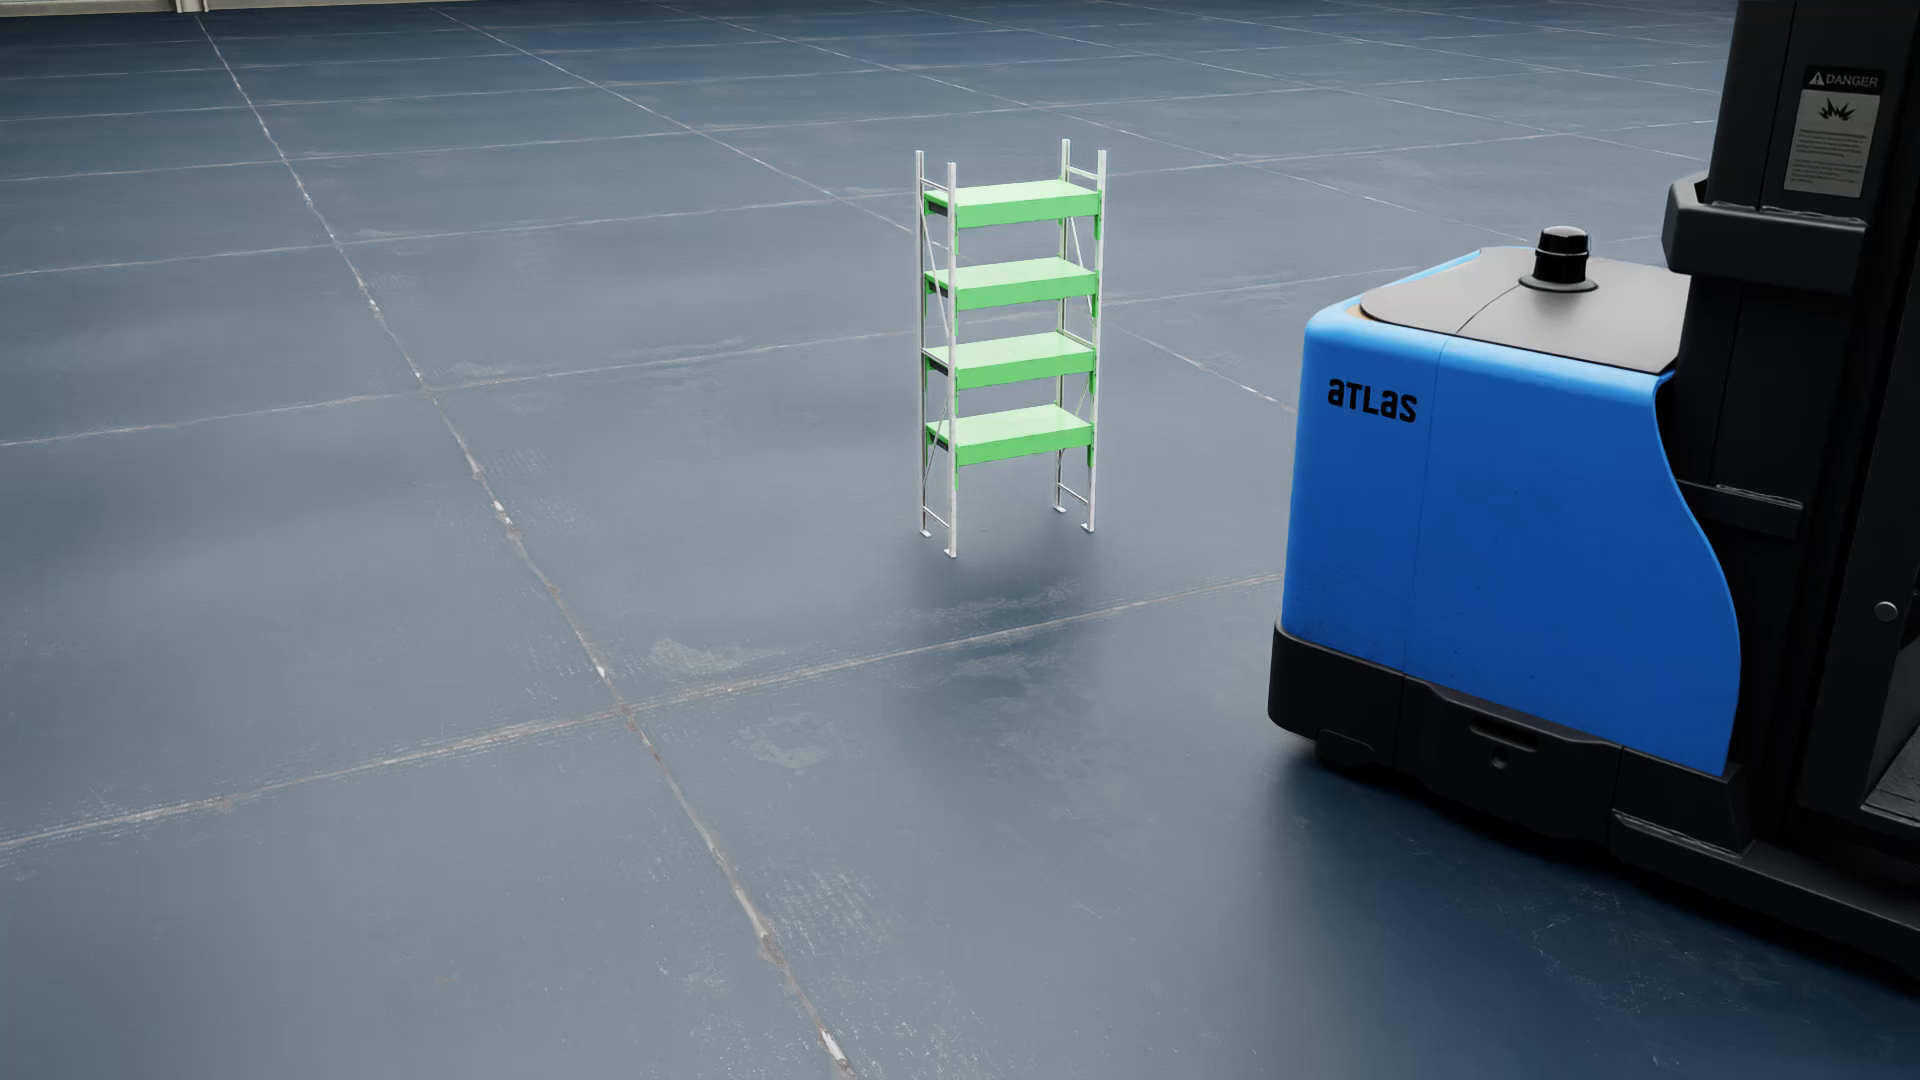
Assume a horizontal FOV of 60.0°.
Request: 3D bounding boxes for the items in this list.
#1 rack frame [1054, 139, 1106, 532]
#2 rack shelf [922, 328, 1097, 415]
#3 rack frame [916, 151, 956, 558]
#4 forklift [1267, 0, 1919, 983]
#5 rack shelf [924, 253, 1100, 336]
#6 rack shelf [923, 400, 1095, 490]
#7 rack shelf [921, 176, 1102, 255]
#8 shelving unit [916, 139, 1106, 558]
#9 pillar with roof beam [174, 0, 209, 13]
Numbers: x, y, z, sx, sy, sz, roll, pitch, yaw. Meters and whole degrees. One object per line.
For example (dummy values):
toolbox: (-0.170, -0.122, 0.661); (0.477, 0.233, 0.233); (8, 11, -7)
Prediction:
rack frame: (0.369, -0.622, 5.185); (0.015, 1.200, 0.240); (-10, 25, -24)
rack shelf: (0.149, -0.523, 5.111); (0.480, 0.148, 0.258); (-10, 25, -24)
rack frame: (-0.071, -0.541, 4.989); (0.015, 1.200, 0.240); (-10, 25, -24)
forklift: (2.187, -0.628, 2.934); (3.031, 2.935, 1.130); (19, 29, 38)
rack shelf: (0.149, -0.745, 5.019); (0.480, 0.148, 0.258); (-10, 25, -24)
rack shelf: (0.149, -0.301, 5.203); (0.480, 0.148, 0.258); (-10, 25, -24)
rack shelf: (0.149, -0.966, 4.928); (0.480, 0.148, 0.258); (-10, 25, -24)
shelving unit: (0.149, -0.582, 5.087); (0.503, 1.200, 0.258); (-10, 25, -24)
pillar with roof beam: (-8.596, -9.886, 17.366); (0.400, 9.000, 9.100); (-10, 25, -24)
